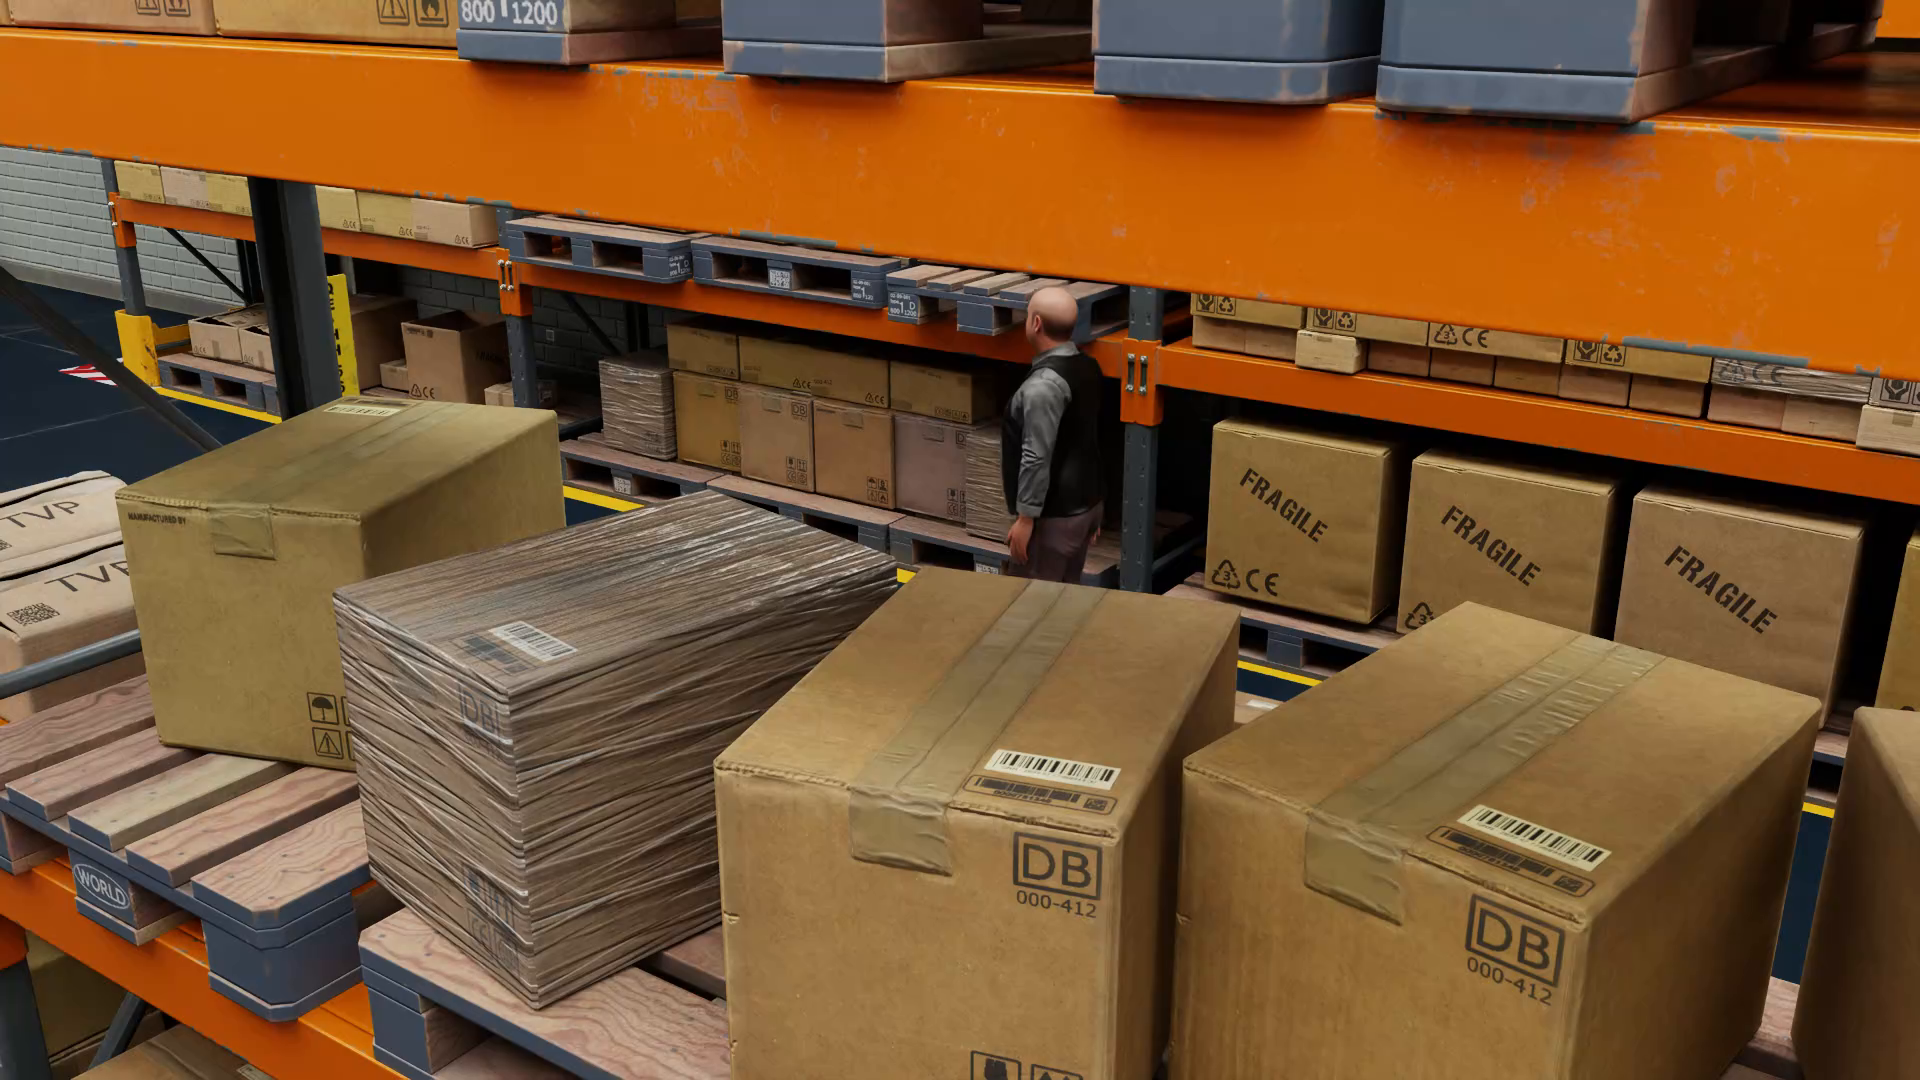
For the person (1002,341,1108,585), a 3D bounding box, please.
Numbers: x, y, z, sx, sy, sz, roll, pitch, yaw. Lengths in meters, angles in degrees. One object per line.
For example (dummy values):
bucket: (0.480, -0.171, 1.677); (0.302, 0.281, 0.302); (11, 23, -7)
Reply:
person: (0.440, -0.025, 6.338); (0.545, 1.474, 0.541); (8, 21, 22)
